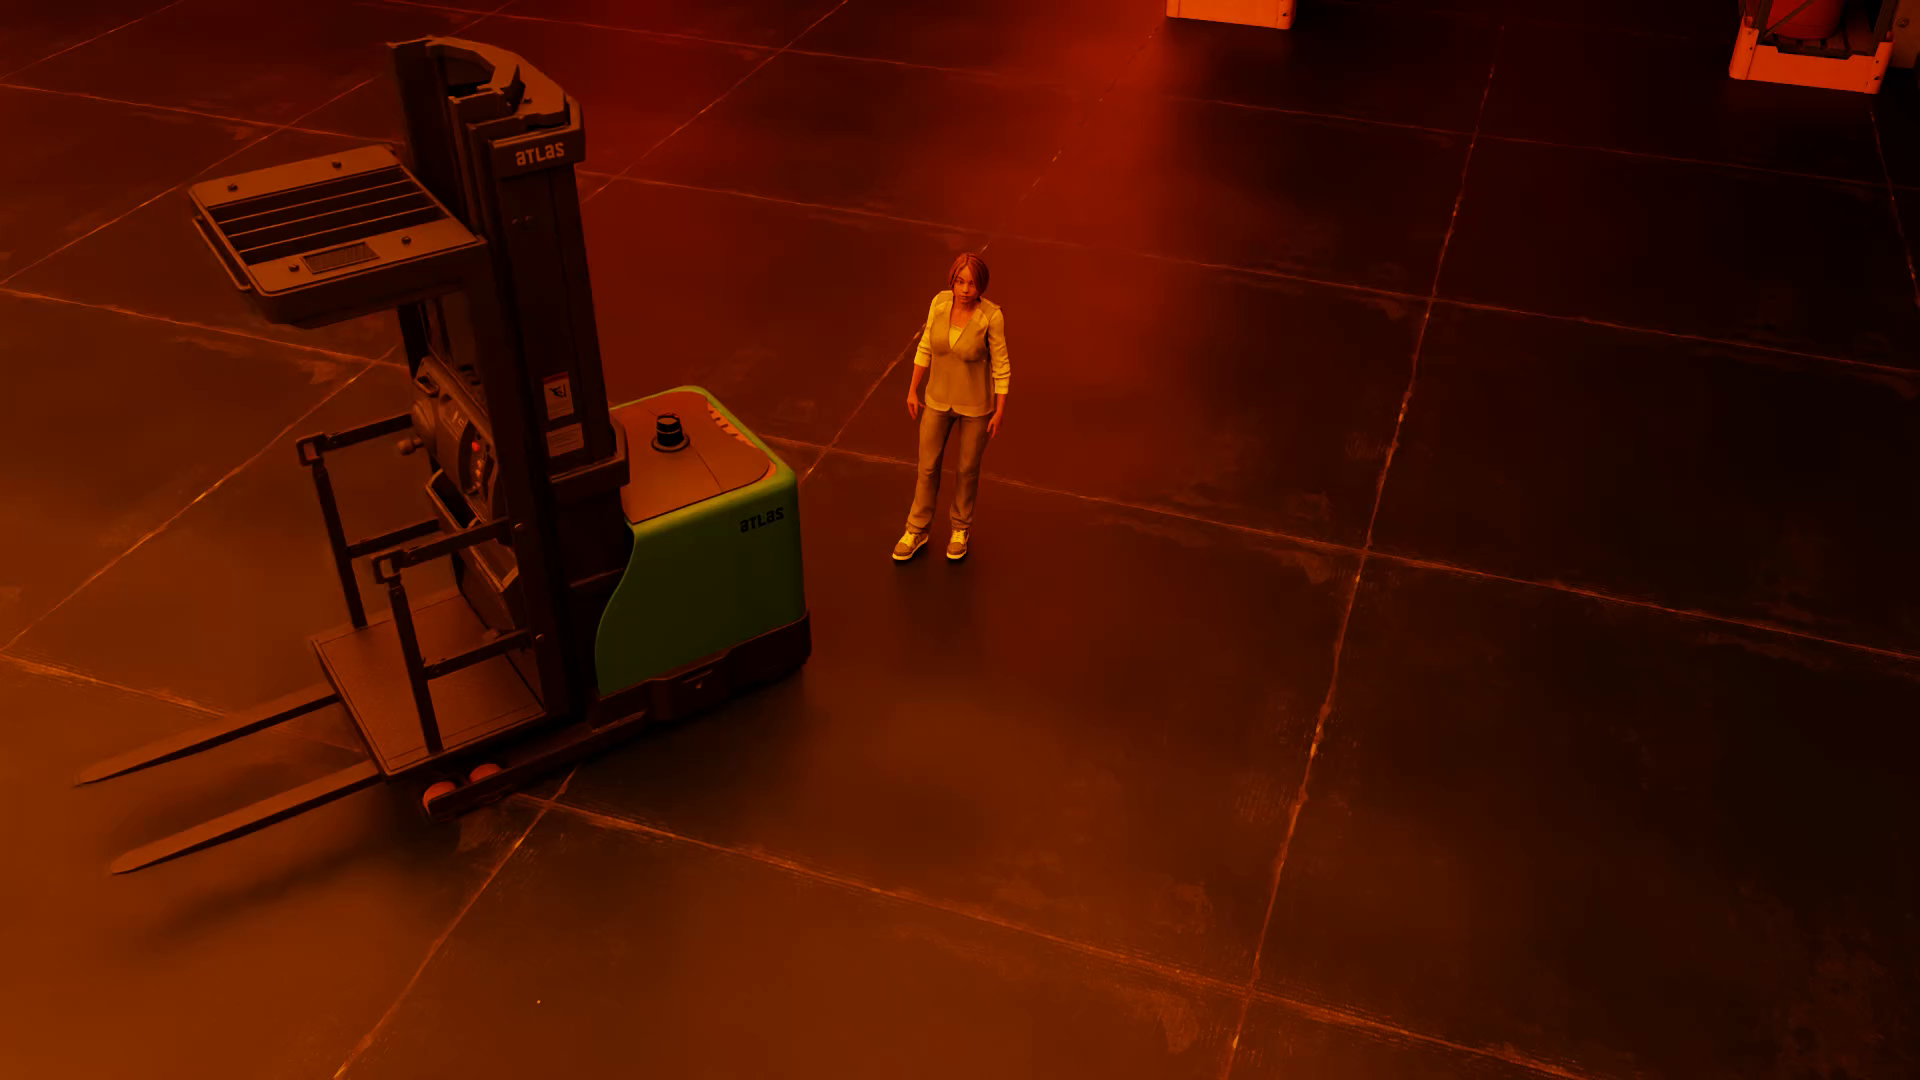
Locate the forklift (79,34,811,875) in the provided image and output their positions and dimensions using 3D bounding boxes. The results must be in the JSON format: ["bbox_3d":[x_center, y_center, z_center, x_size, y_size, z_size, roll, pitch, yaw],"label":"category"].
[{"bbox_3d":[-2.205,-0.367,6.628,3.031,2.935,1.130,-21,40,-27],"label":"forklift"}]

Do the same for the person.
[{"bbox_3d":[-0.038,-0.619,8.125,0.521,1.599,0.473,12,37,16],"label":"person"}]
